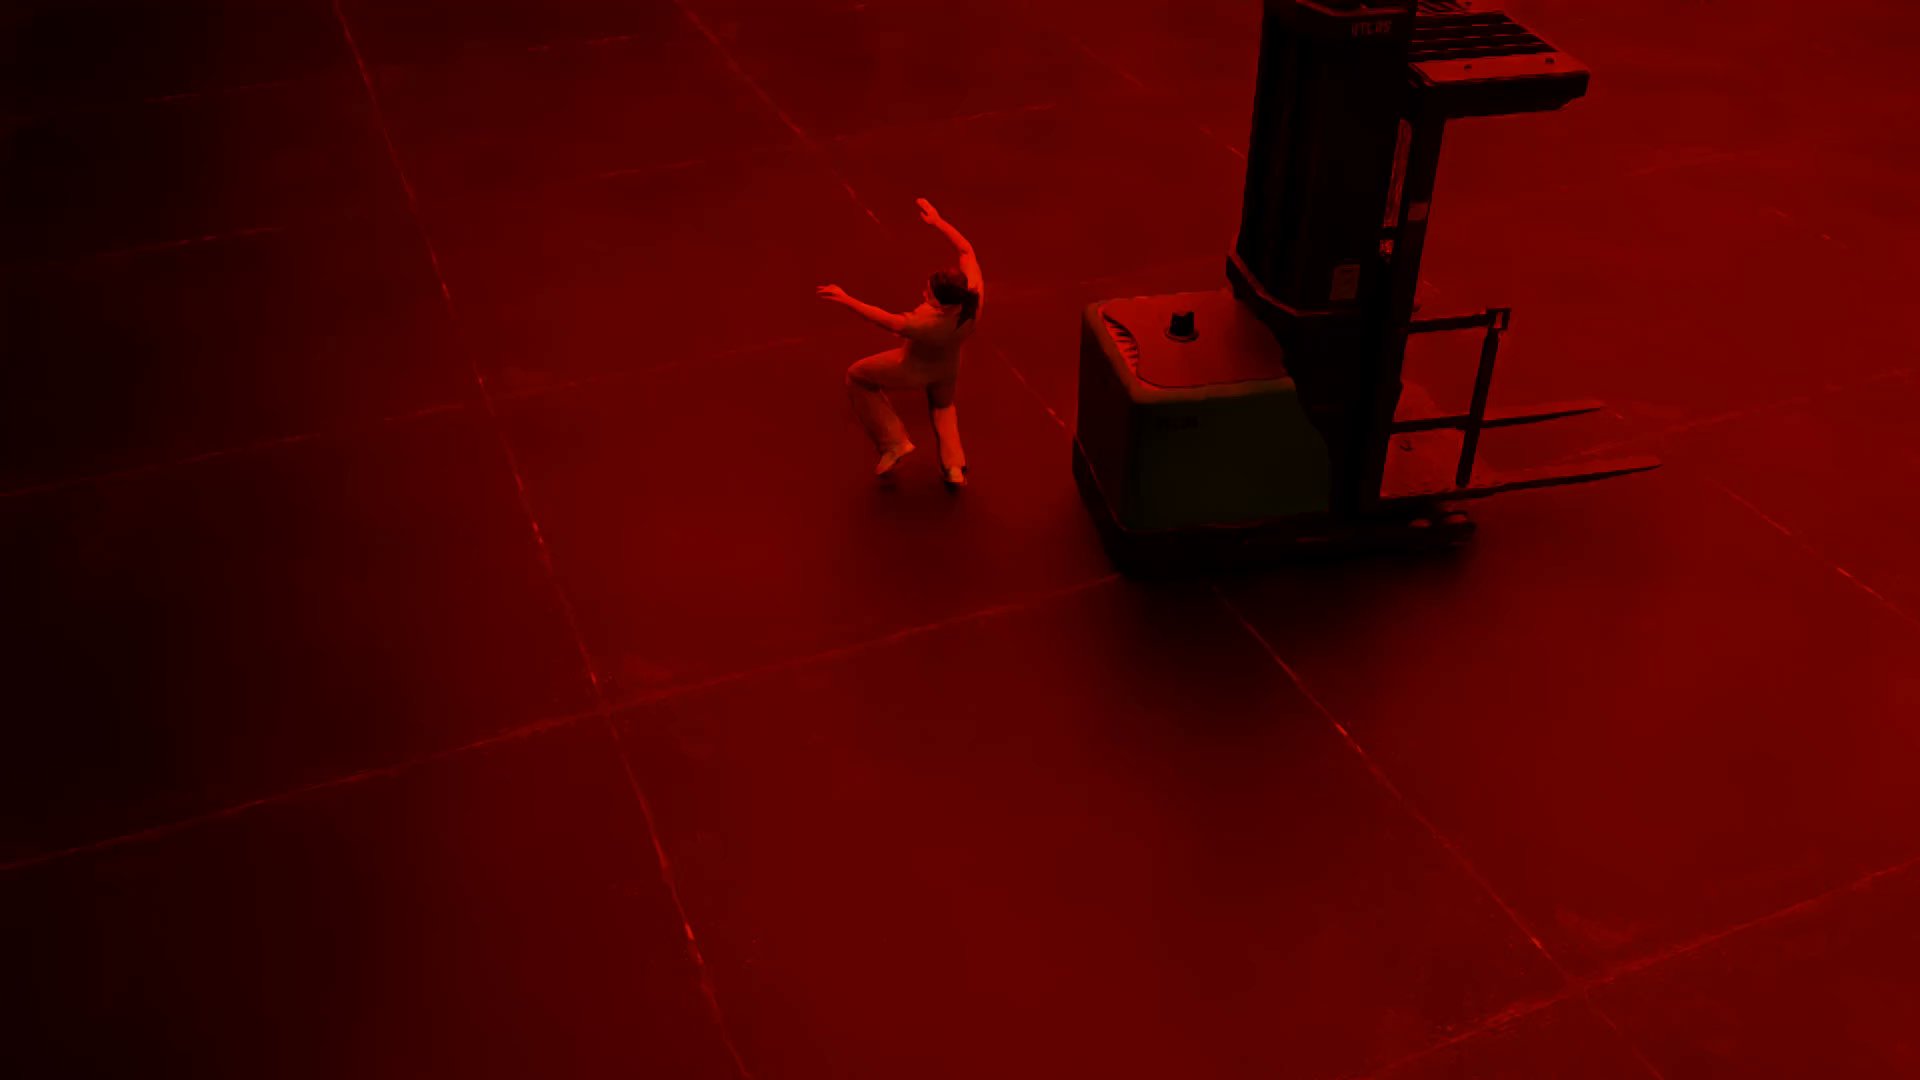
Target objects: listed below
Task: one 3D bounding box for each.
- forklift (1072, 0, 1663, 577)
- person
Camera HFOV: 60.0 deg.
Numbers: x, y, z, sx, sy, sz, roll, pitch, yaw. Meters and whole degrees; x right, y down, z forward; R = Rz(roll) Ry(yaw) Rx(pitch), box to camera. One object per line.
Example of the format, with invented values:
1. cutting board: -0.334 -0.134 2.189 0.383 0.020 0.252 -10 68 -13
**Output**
1. forklift: 2.178 -1.433 8.114 3.031 2.935 1.130 -7 36 -9
2. person: -0.344 -0.938 8.620 0.969 1.561 0.787 -20 40 -26
